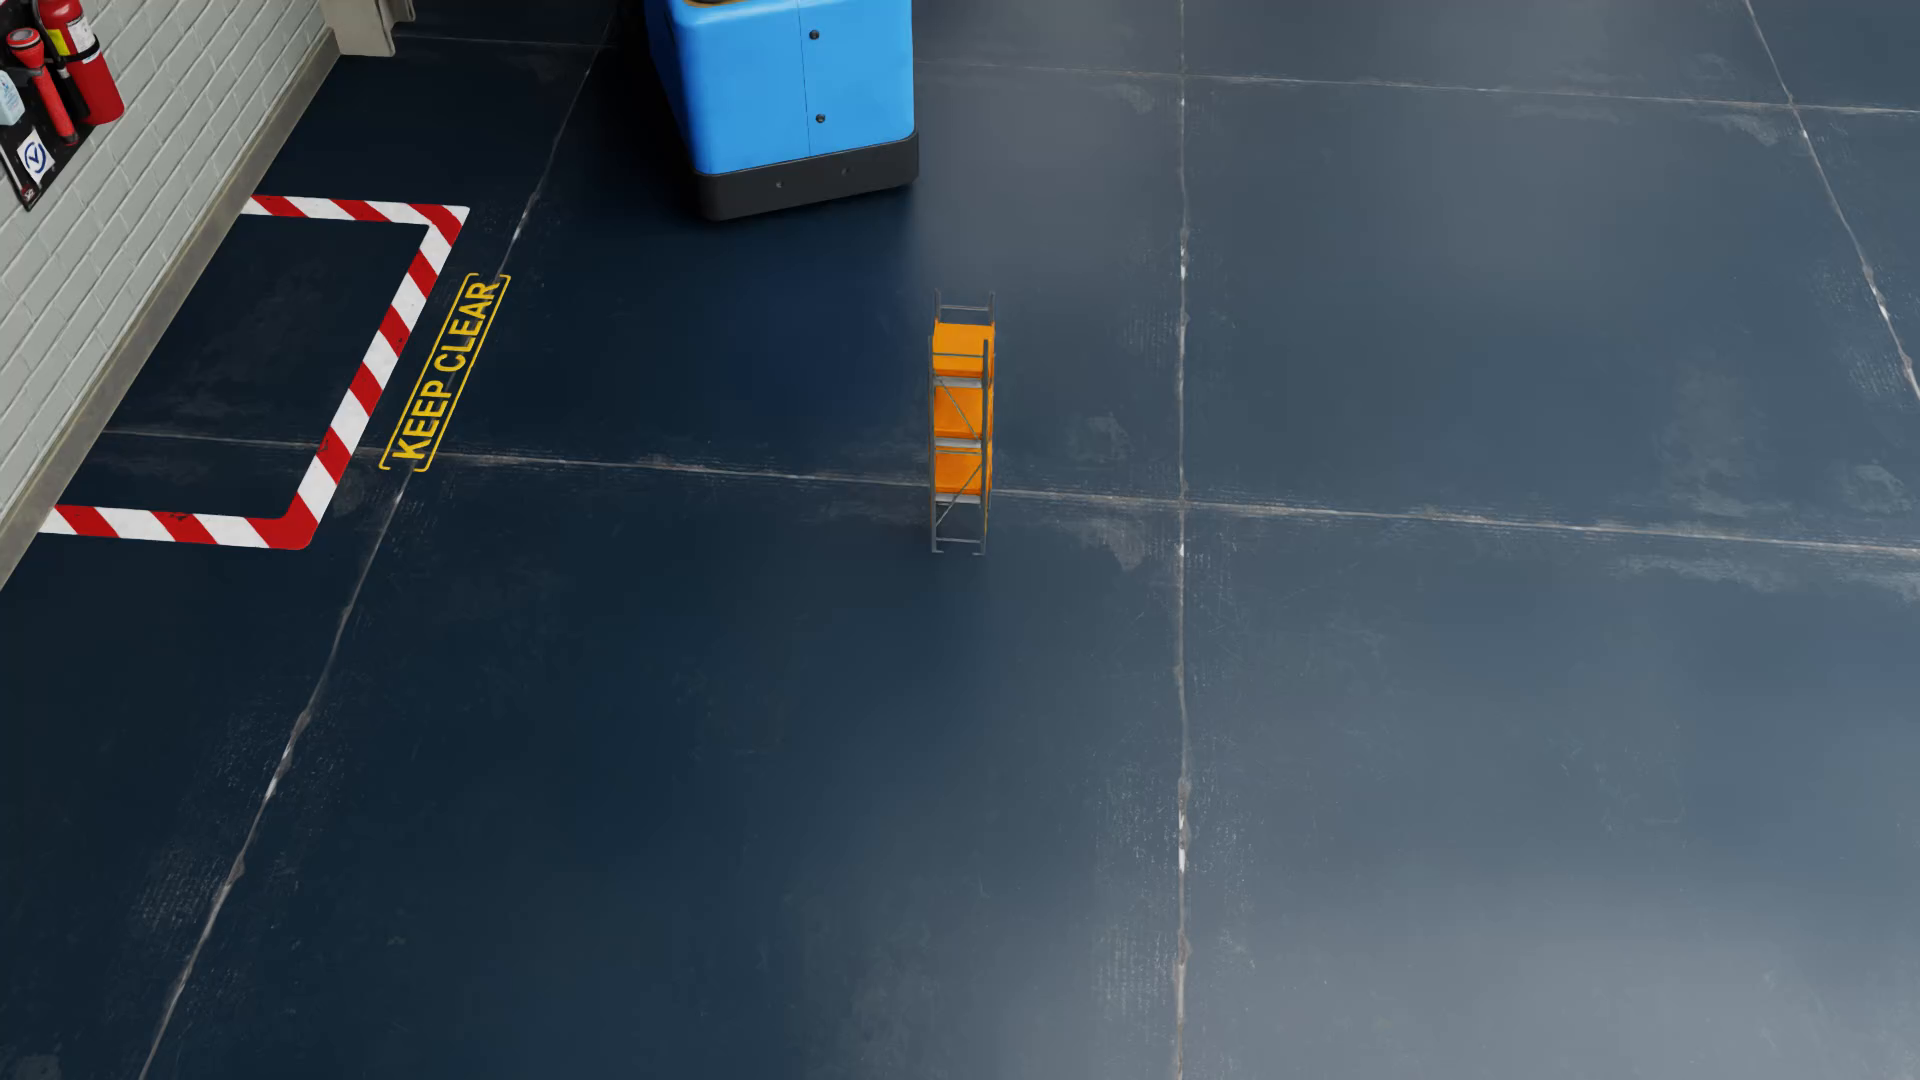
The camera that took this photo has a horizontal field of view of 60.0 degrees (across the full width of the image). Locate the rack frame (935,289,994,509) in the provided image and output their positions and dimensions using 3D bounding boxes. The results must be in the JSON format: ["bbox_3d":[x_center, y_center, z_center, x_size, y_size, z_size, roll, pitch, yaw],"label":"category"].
[{"bbox_3d":[0.016,-0.483,5.981,0.200,1.050,0.008,4,48,4],"label":"rack frame"}]

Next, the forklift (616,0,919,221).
[{"bbox_3d":[-1.134,-3.534,7.496,1.130,2.935,3.031,-14,49,-12],"label":"forklift"}]

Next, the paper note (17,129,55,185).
[{"bbox_3d":[-3.390,-1.408,6.102,0.016,0.148,0.142,4,48,4],"label":"paper note"}]

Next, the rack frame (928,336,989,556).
[{"bbox_3d":[-0.006,-0.304,5.817,0.200,1.050,0.008,4,48,4],"label":"rack frame"}]

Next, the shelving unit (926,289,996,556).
[{"bbox_3d":[0.005,-0.394,5.899,0.215,1.050,0.252,4,48,4],"label":"shelving unit"}]

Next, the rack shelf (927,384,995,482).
[{"bbox_3d":[0.005,-0.386,5.906,0.215,0.259,0.240,4,48,4],"label":"rack shelf"}]

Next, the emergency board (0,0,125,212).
[{"bbox_3d":[-3.305,-1.830,5.891,0.194,1.169,0.643,4,48,4],"label":"emergency board"}]

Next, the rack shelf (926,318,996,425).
[{"bbox_3d":[0.005,-0.578,5.697,0.215,0.259,0.240,4,48,4],"label":"rack shelf"}]

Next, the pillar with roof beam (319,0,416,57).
[{"bbox_3d":[1.246,-5.379,5.071,9.100,9.000,0.400,4,48,4],"label":"pillar with roof beam"}]

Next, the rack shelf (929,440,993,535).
[{"bbox_3d":[0.005,-0.199,6.111,0.215,0.259,0.240,4,48,4],"label":"rack shelf"}]
